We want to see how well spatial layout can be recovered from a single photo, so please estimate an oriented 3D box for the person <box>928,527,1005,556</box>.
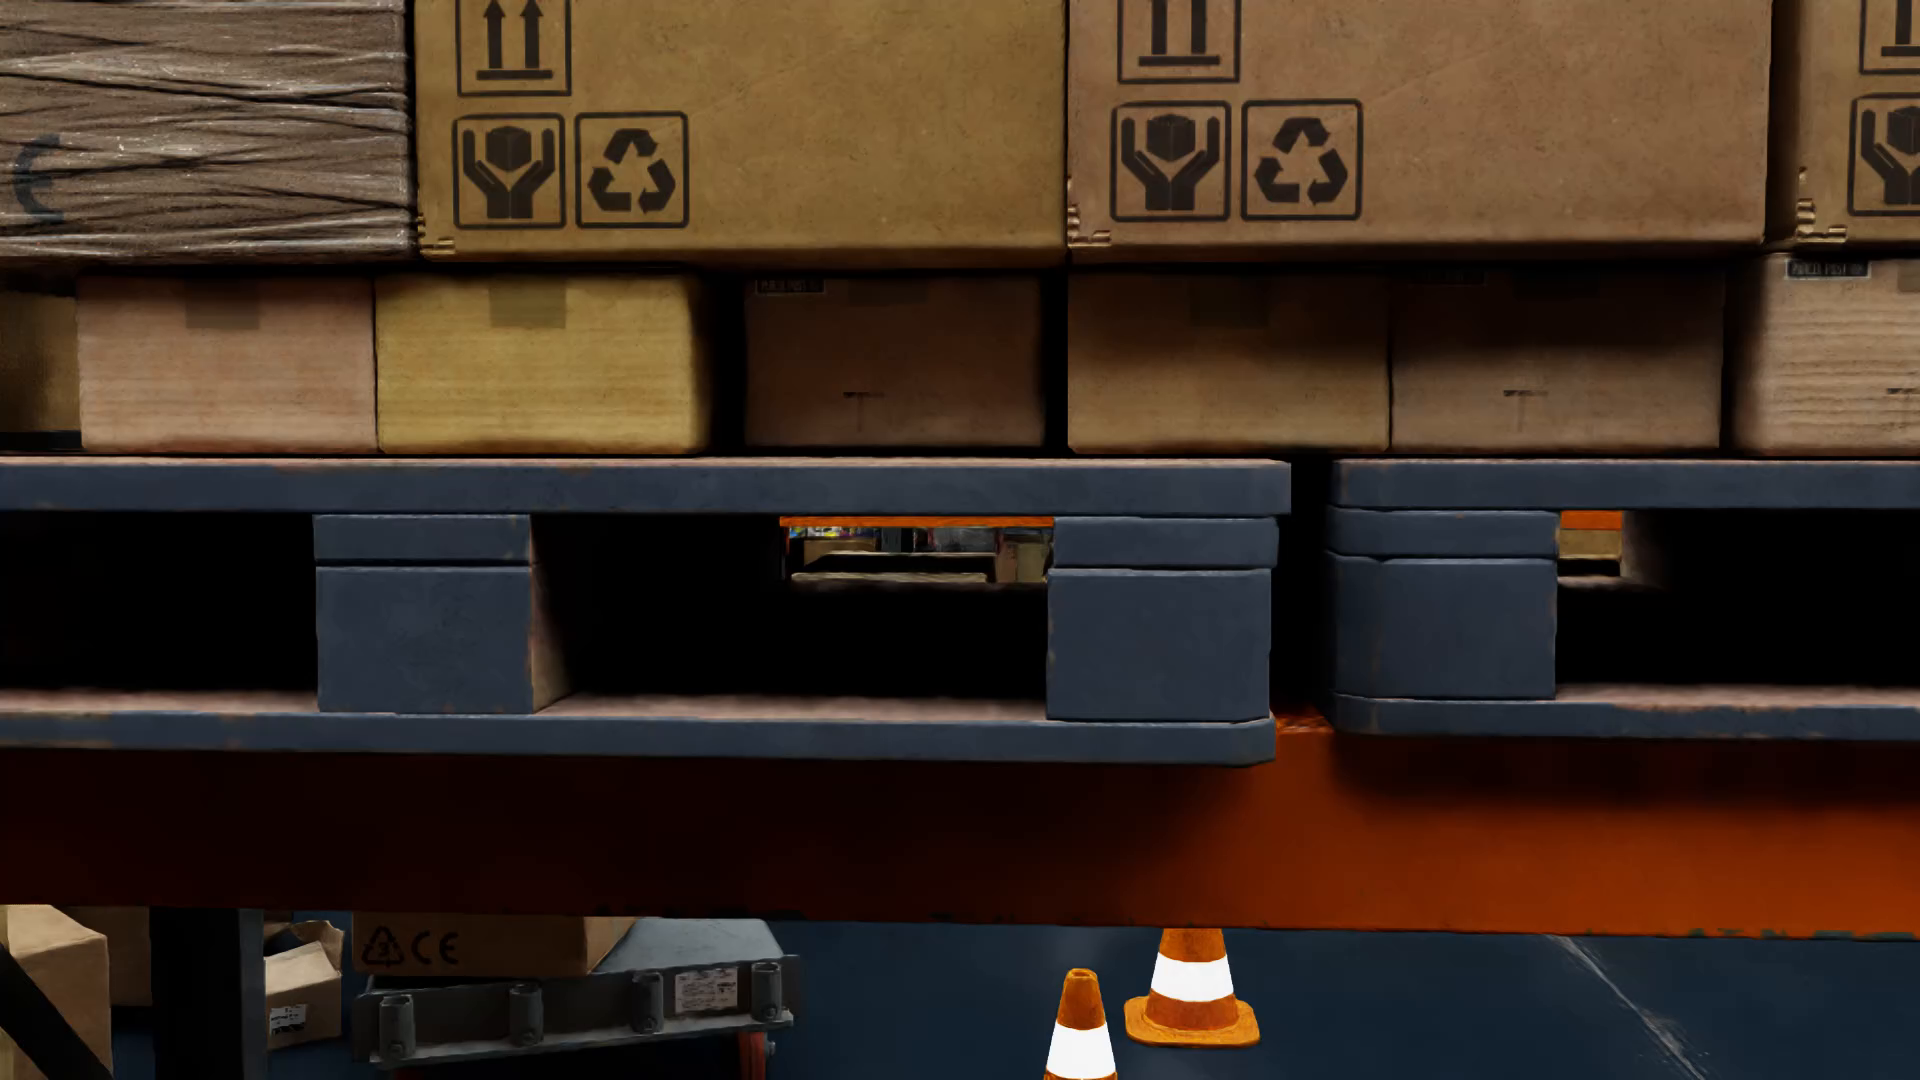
[{"bbox_3d":[0.049,-0.071,10.243,0.622,1.759,0.454,3,5,34],"label":"person"}]
